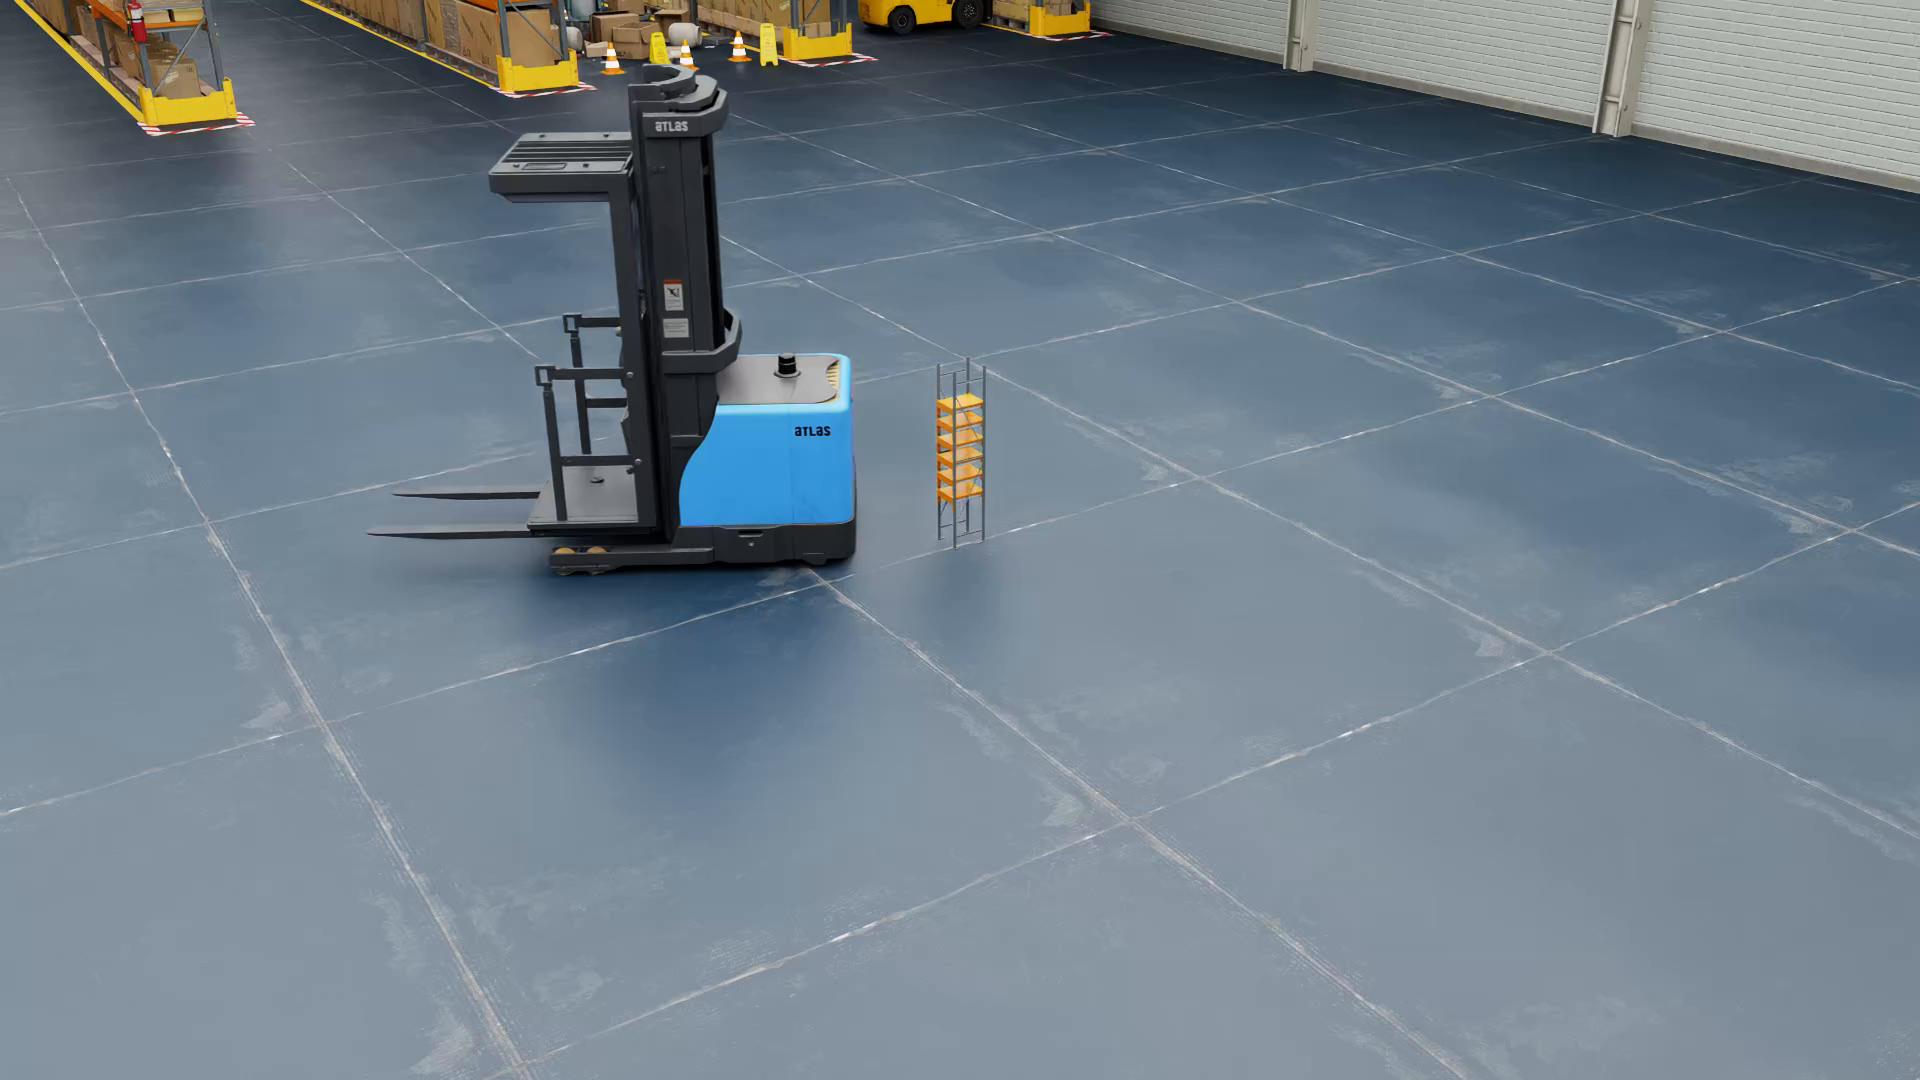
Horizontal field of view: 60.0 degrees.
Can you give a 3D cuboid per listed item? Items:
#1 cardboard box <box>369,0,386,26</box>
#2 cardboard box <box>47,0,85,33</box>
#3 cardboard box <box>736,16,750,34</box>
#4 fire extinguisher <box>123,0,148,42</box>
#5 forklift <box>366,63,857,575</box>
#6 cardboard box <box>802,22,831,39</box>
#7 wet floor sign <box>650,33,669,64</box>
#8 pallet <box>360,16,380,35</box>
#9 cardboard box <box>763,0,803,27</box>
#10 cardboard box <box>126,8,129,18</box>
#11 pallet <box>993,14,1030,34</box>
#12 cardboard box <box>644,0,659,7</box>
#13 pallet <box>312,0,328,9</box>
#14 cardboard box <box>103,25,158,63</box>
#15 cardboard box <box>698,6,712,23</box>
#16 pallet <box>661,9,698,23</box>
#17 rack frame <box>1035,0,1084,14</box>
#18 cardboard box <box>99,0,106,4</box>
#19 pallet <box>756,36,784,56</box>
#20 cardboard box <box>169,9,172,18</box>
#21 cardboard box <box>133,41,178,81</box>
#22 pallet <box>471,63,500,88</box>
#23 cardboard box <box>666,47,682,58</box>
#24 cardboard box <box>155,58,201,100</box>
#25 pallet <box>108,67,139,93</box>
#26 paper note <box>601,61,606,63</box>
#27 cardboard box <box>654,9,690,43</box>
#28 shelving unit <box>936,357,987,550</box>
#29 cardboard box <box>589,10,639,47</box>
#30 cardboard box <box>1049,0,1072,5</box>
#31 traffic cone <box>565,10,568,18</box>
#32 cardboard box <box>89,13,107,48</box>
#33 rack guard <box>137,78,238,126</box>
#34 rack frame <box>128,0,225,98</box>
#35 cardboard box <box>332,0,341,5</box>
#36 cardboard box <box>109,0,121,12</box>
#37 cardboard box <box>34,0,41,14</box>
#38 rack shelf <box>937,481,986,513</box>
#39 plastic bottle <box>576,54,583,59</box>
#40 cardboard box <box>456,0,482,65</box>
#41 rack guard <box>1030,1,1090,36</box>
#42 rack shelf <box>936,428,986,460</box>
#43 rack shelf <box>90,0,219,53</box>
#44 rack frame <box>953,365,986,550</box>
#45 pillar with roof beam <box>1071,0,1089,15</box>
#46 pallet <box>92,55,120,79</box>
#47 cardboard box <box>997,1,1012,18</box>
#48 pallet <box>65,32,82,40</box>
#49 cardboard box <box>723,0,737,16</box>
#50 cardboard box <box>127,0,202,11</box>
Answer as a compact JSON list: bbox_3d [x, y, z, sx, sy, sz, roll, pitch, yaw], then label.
[{"bbox_3d":[-10.068,-9.779,30.094,1.050,0.750,0.750,-15,29,-29],"label":"cardboard box"},{"bbox_3d":[-15.375,-9.518,29.395,1.225,0.875,0.875,-17,30,-32],"label":"cardboard box"},{"bbox_3d":[-3.579,-9.031,29.096,0.500,0.250,0.500,-17,30,-31],"label":"cardboard box"},{"bbox_3d":[-10.972,-6.992,22.139,0.296,0.674,0.183,-16,29,-30],"label":"fire extinguisher"},{"bbox_3d":[-2.190,-1.339,10.153,3.031,2.935,1.130,-1,25,-3],"label":"forklift"},{"bbox_3d":[-2.554,-8.785,28.574,0.500,0.250,0.500,-16,30,-30],"label":"cardboard box"},{"bbox_3d":[-4.763,-7.682,26.267,0.267,0.644,0.232,-22,33,-38],"label":"wet floor sign"},{"bbox_3d":[-10.438,-9.596,30.831,1.003,0.211,1.213,-16,29,-30],"label":"pallet"},{"bbox_3d":[-3.002,-8.997,28.144,0.500,0.500,0.500,-15,29,-29],"label":"cardboard box"},{"bbox_3d":[-11.293,-7.283,22.958,0.380,0.149,0.250,-16,29,-30],"label":"cardboard box"},{"bbox_3d":[1.359,-9.646,30.936,1.003,0.211,1.213,-16,29,-30],"label":"pallet"},{"bbox_3d":[-5.594,-10.609,32.296,0.950,0.372,0.625,-14,29,-28],"label":"cardboard box"},{"bbox_3d":[-12.562,-11.048,33.907,1.003,0.211,1.213,-16,29,-30],"label":"pallet"},{"bbox_3d":[-13.150,-7.900,26.383,0.700,0.500,0.500,-18,31,-33],"label":"cardboard box"},{"bbox_3d":[-4.433,-9.588,30.276,0.500,0.250,0.500,-17,30,-32],"label":"cardboard box"},{"bbox_3d":[-4.956,-9.933,31.544,1.003,0.211,1.213,-16,29,-30],"label":"pallet"},{"bbox_3d":[1.811,-10.643,29.782,1.000,3.000,0.127,-16,29,-30],"label":"rack frame"},{"bbox_3d":[-12.435,-7.984,24.443,0.380,0.149,0.250,-16,29,-30],"label":"cardboard box"},{"bbox_3d":[-2.801,-8.550,28.615,1.003,0.211,1.213,-16,29,-30],"label":"pallet"},{"bbox_3d":[-10.725,-7.313,23.023,0.380,0.149,0.250,-16,29,-30],"label":"cardboard box"},{"bbox_3d":[-11.924,-7.107,24.727,0.500,0.500,0.500,-19,31,-34],"label":"cardboard box"},{"bbox_3d":[-6.940,-7.302,25.971,1.003,0.211,1.213,-16,29,-30],"label":"pallet"},{"bbox_3d":[-4.753,-8.194,27.933,0.380,0.149,0.250,-1,25,-3],"label":"cardboard box"},{"bbox_3d":[-10.976,-6.462,23.362,0.500,0.500,0.500,-10,27,-20],"label":"cardboard box"},{"bbox_3d":[-12.436,-7.113,25.571,1.003,0.211,1.213,-16,29,-30],"label":"pallet"},{"bbox_3d":[-5.849,-7.894,27.437,0.144,0.017,0.142,-6,26,-12],"label":"paper note"},{"bbox_3d":[-5.084,-9.086,29.409,0.500,0.500,0.500,3,25,6],"label":"cardboard box"},{"bbox_3d":[0.008,-0.537,10.483,0.258,1.200,0.189,-16,29,-30],"label":"shelving unit"},{"bbox_3d":[-5.943,-8.788,28.618,0.797,0.637,0.503,-16,29,-30],"label":"cardboard box"},{"bbox_3d":[1.728,-10.032,30.631,0.500,0.250,0.500,-15,29,-29],"label":"cardboard box"},{"bbox_3d":[-7.375,-9.757,30.875,0.336,0.463,0.334,-16,29,-30],"label":"traffic cone"},{"bbox_3d":[-14.005,-8.474,27.600,0.700,0.500,0.500,-13,28,-25],"label":"cardboard box"},{"bbox_3d":[-10.690,-6.072,23.028,1.175,0.500,0.348,-16,29,-30],"label":"rack guard"},{"bbox_3d":[-10.649,-7.176,22.437,1.000,3.000,0.127,-16,29,-30],"label":"rack frame"},{"bbox_3d":[-11.966,-10.763,32.471,0.500,0.500,0.500,-17,30,-32],"label":"cardboard box"},{"bbox_3d":[-11.884,-7.628,23.689,0.380,0.149,0.250,-16,29,-30],"label":"cardboard box"},{"bbox_3d":[-16.833,-10.473,31.418,1.225,0.875,0.875,-15,29,-29],"label":"cardboard box"},{"bbox_3d":[0.008,-0.280,10.604,0.258,0.103,0.180,-16,29,-30],"label":"rack shelf"},{"bbox_3d":[-6.446,-8.085,27.805,0.133,0.061,0.283,18,31,33],"label":"plastic bottle"},{"bbox_3d":[-7.346,-8.066,26.319,0.875,0.875,0.875,-16,30,-30],"label":"cardboard box"},{"bbox_3d":[1.824,-9.504,30.297,1.175,0.500,0.348,-16,29,-30],"label":"rack guard"},{"bbox_3d":[0.008,-0.606,10.451,0.258,0.103,0.180,-16,29,-30],"label":"rack shelf"},{"bbox_3d":[-11.741,-7.566,24.106,1.077,0.370,4.000,-16,29,-30],"label":"rack shelf"},{"bbox_3d":[0.058,-0.505,10.414,0.240,1.200,0.006,-16,29,-30],"label":"rack frame"},{"bbox_3d":[-1.421,-12.812,27.349,9.100,9.000,0.400,-16,29,-30],"label":"pillar with roof beam"},{"bbox_3d":[-13.259,-7.624,26.652,1.003,0.211,1.213,-16,29,-30],"label":"pallet"},{"bbox_3d":[1.026,-9.864,30.861,0.500,0.250,0.500,-16,29,-30],"label":"cardboard box"},{"bbox_3d":[-15.383,-9.076,29.728,1.003,0.211,1.213,-16,29,-30],"label":"pallet"},{"bbox_3d":[-3.850,-9.553,29.323,0.500,0.500,0.500,-14,29,-27],"label":"cardboard box"},{"bbox_3d":[-10.926,-7.559,22.782,0.875,0.500,0.500,-16,29,-30],"label":"cardboard box"}]
